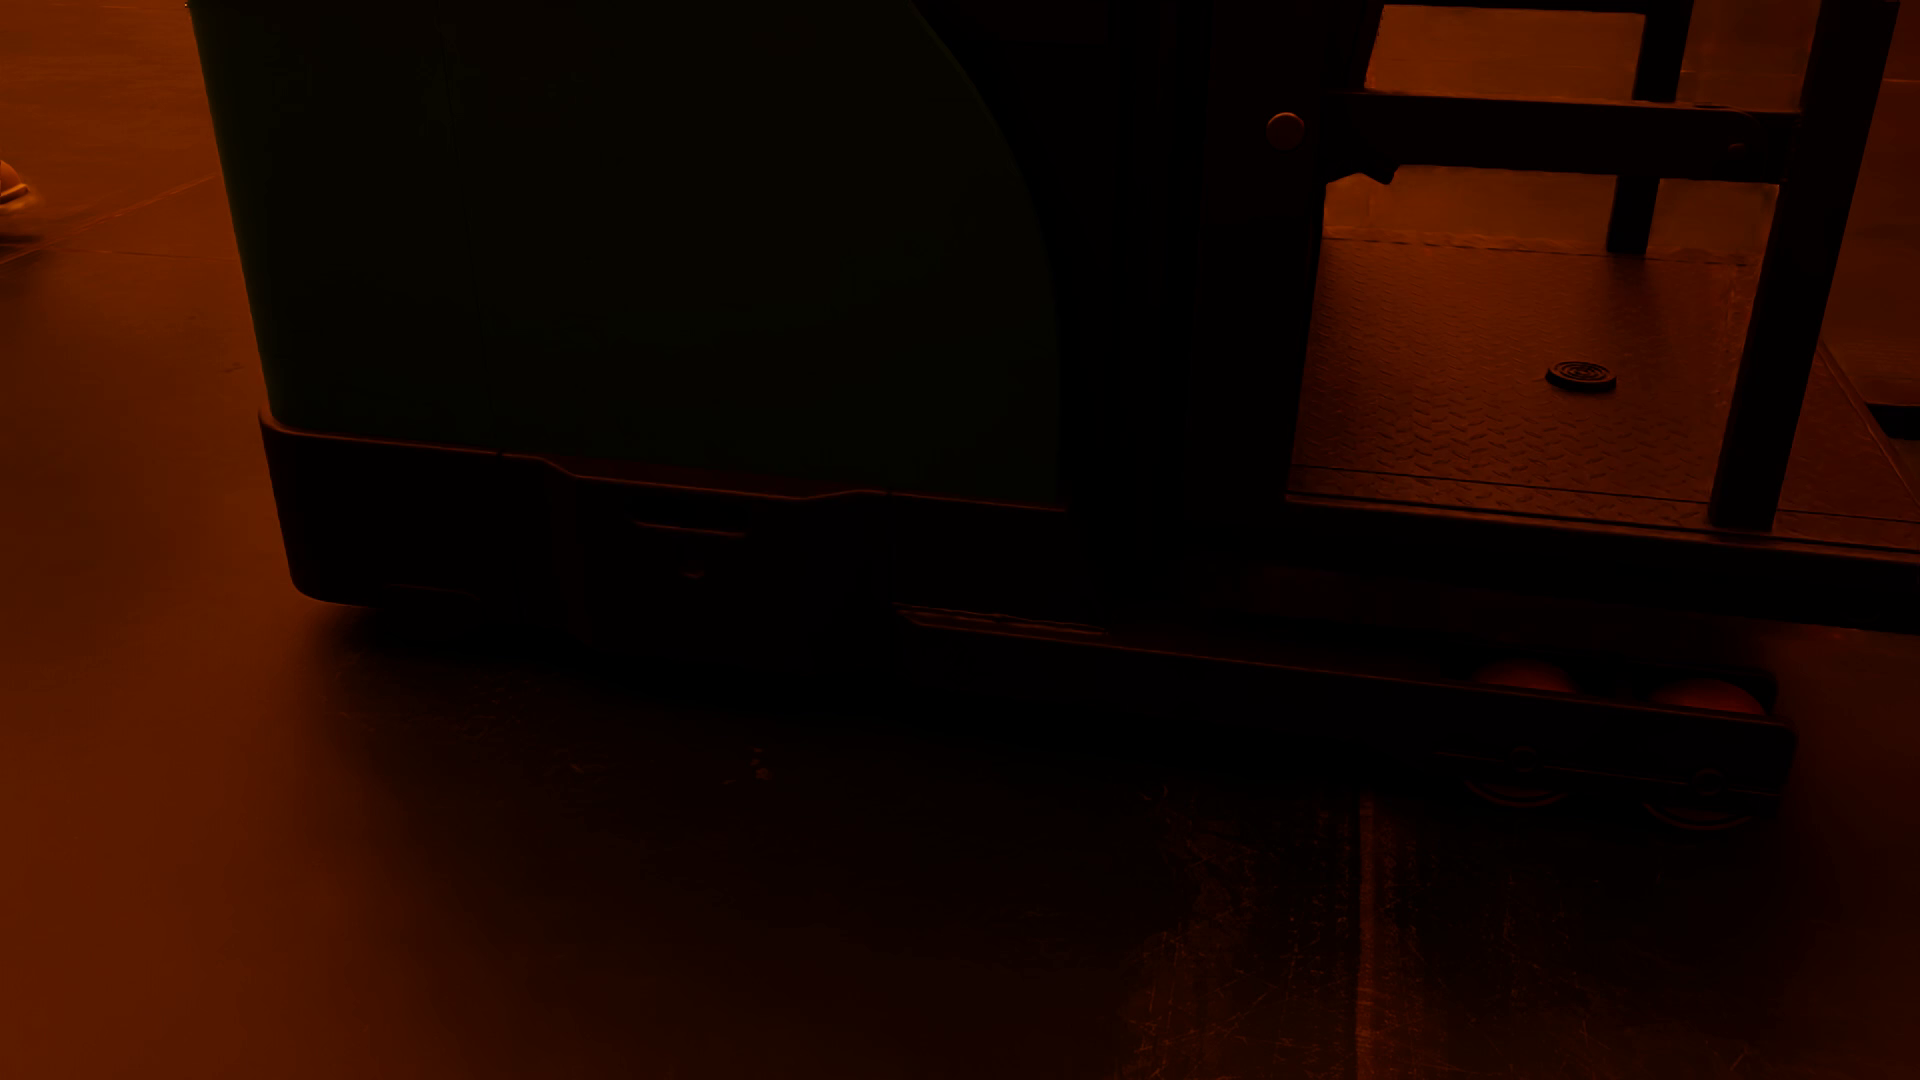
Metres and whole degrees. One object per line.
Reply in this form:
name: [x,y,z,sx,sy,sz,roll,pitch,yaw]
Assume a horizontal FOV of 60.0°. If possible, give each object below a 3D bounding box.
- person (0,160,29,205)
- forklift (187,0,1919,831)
person: [-2.515,-1.515,3.692,0.697,1.650,0.855,4,27,8]
forklift: [0.666,-1.248,1.719,3.031,2.935,1.130,6,27,12]
